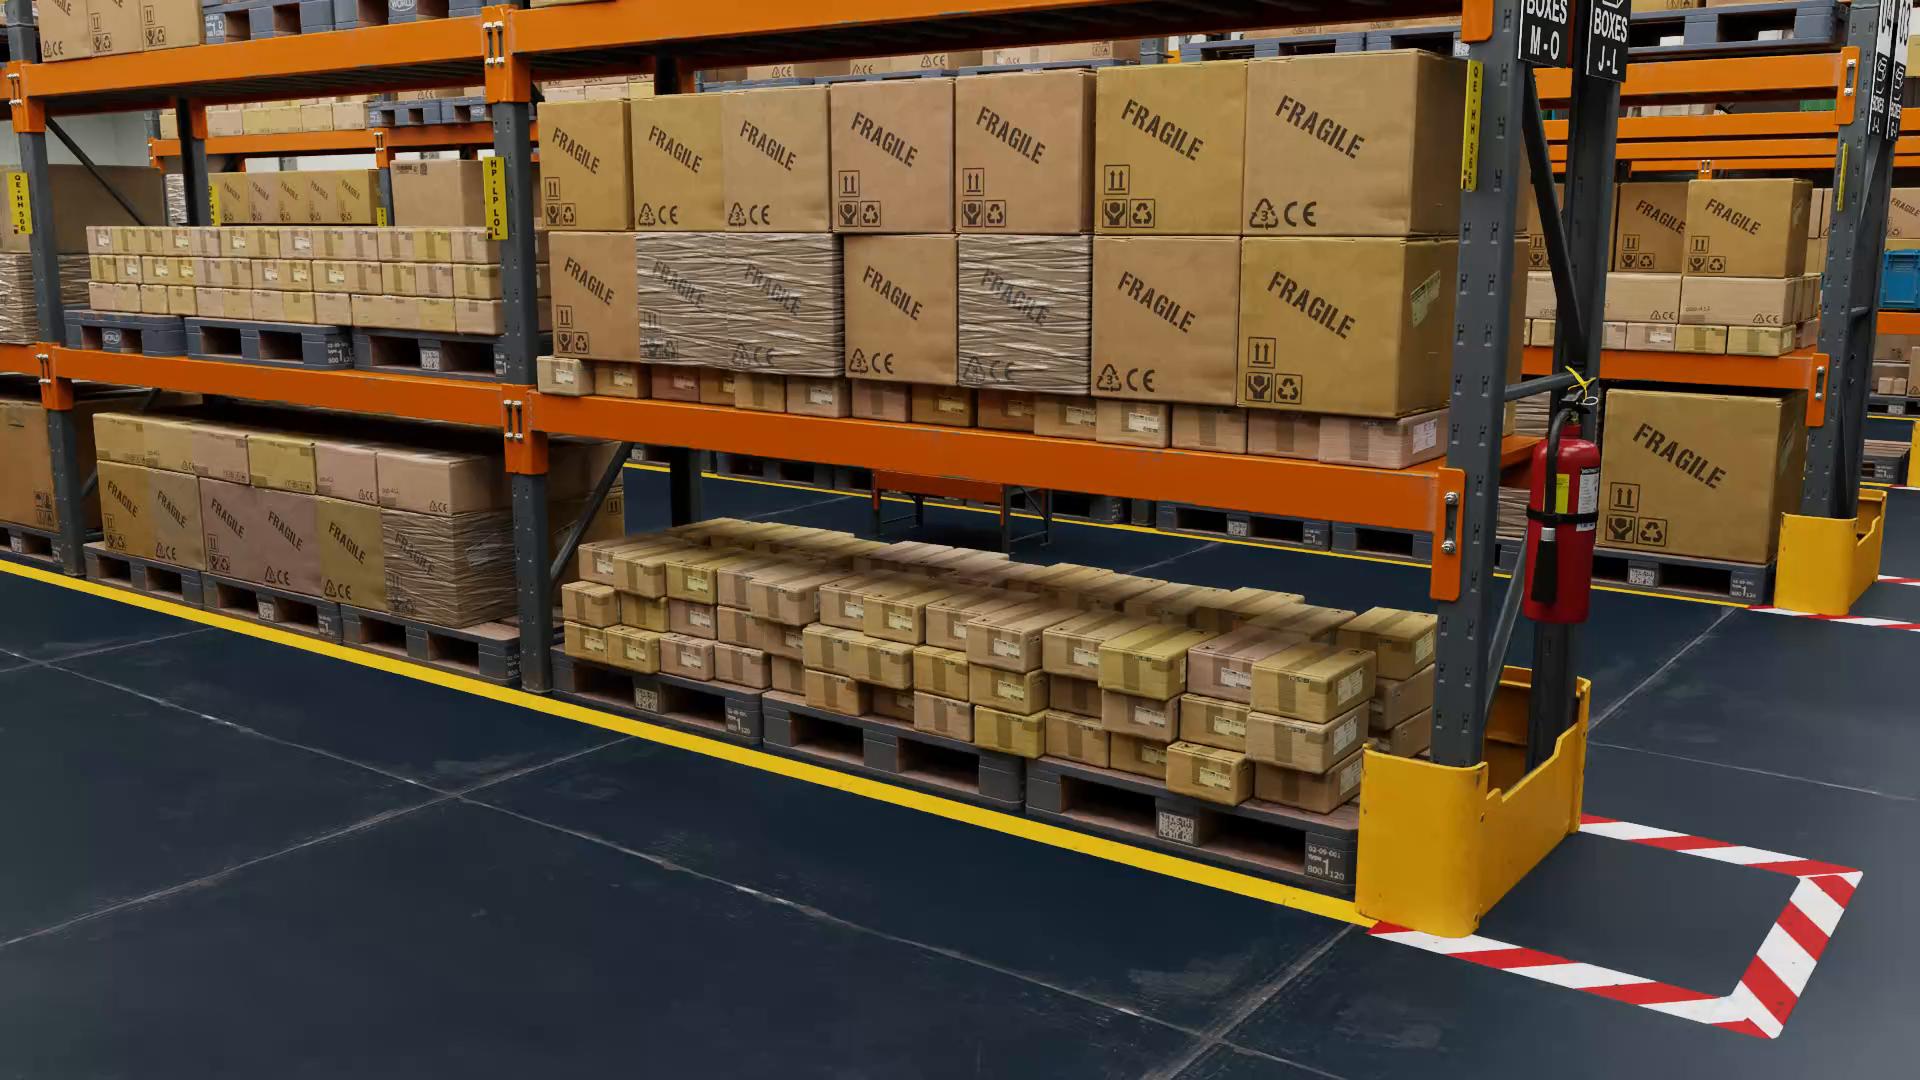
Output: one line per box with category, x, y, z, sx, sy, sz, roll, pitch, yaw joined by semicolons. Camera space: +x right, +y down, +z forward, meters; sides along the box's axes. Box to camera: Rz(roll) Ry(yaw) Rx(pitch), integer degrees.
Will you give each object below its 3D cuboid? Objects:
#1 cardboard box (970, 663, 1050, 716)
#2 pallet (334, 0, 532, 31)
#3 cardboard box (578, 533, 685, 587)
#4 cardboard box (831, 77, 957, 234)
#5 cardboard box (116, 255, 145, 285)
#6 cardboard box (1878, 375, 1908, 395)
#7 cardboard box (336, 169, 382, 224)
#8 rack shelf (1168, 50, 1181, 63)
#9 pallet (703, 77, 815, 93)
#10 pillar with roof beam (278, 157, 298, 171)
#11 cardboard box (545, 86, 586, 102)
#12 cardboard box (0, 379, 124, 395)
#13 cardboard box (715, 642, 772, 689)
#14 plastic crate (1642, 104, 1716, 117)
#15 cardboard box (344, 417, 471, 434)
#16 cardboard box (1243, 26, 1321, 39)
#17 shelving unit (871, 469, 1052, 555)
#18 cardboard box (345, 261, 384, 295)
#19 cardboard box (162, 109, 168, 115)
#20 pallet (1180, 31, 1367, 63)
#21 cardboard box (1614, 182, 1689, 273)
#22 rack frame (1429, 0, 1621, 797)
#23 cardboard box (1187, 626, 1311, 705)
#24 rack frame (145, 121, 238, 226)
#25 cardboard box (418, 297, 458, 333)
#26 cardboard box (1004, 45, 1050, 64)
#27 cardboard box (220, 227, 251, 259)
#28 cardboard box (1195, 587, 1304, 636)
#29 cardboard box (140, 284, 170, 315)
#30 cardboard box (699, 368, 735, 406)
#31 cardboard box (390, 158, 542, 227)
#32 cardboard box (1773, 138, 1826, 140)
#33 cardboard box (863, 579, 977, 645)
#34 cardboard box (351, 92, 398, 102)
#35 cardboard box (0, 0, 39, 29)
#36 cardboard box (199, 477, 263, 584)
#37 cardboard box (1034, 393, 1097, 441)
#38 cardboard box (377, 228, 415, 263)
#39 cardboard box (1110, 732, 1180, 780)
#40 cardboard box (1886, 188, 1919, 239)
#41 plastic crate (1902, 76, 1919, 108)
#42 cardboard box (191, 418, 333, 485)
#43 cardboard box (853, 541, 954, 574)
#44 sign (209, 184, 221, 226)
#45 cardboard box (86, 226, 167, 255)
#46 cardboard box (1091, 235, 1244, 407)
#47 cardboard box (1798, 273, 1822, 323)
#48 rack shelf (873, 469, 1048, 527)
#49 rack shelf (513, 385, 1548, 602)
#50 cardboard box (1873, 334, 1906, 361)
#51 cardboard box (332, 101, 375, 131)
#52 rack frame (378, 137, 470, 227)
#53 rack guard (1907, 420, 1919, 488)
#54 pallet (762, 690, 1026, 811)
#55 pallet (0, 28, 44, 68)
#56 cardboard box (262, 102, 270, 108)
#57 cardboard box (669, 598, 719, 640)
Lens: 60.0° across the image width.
cardboard box;0.243;0.477;5.786;0.250;0.149;0.380;8;14;36
pallet;-1.976;-2.357;7.411;1.003;0.211;1.213;8;13;36
cardboard box;-1.387;0.081;7.046;0.250;0.149;0.380;9;14;38
cardboard box;-0.095;-1.313;5.742;0.500;0.500;0.500;7;13;34
cardboard box;-4.275;-1.454;8.920;0.250;0.149;0.380;9;14;38
cardboard box;9.709;-1.613;17.269;0.250;0.166;0.380;8;13;36
cardboard box;-5.498;-3.232;15.662;0.500;0.500;0.500;8;13;36
rack shelf;2.506;-6.225;21.962;4.000;0.370;1.077;8;13;36
pallet;-1.198;-3.404;12.827;1.003;0.211;1.213;9;14;38
pillar with roof beam;-20.217;-10.301;40.083;0.548;9.000;9.100;8;13;36
cardboard box;-3.088;-3.614;13.809;0.500;0.250;0.500;8;14;37
cardboard box;-5.910;-0.622;10.664;0.750;0.750;1.050;8;14;36
cardboard box;-0.759;0.464;6.634;0.250;0.149;0.380;8;13;34
plastic crate;5.819;-3.485;13.441;0.530;0.136;0.437;8;13;36
cardboard box;-2.820;-0.479;8.608;0.500;0.250;0.500;9;14;38
cardboard box;2.142;-3.337;10.351;0.500;0.500;0.700;7;13;32
shelving unit;0.005;-0.552;10.419;1.048;1.125;0.538;8;13;36
cardboard box;-2.614;-1.222;7.720;0.250;0.149;0.380;7;13;34
cardboard box;-8.111;-4.516;17.424;0.250;0.149;0.380;8;13;35
pallet;2.129;-2.974;10.341;1.213;0.211;1.003;8;13;36
cardboard box;4.069;-1.781;9.475;0.500;0.500;0.500;8;13;34
rack frame;1.682;-0.441;4.911;0.127;3.000;1.000;8;13;36
cardboard box;0.937;0.403;5.384;0.250;0.149;0.380;8;14;37
rack frame;-8.197;-2.988;18.075;0.127;3.000;1.000;8;13;36
cardboard box;-2.189;-1.017;7.444;0.250;0.149;0.380;8;14;36
cardboard box;0.645;-3.411;11.494;0.500;0.311;0.500;7;13;34
cardboard box;-3.448;-1.486;8.303;0.250;0.149;0.380;8;14;37
cardboard box;1.040;0.289;5.971;0.250;0.149;0.380;8;13;35
cardboard box;-4.091;-1.281;8.812;0.250;0.149;0.380;9;14;38
cardboard box;-0.793;-0.614;6.468;0.250;0.149;0.380;7;13;33
cardboard box;-4.415;-2.928;15.081;1.000;1.000;1.000;8;14;36
cardboard box;8.795;-4.292;17.316;0.500;0.250;0.500;8;13;36
cardboard box;-0.142;0.261;6.117;0.250;0.149;0.380;8;14;36
cardboard box;-5.405;-4.125;15.402;0.250;0.149;0.380;8;14;37
cardboard box;-5.379;-2.987;9.422;0.250;0.166;0.380;8;13;36
cardboard box;-3.523;-0.088;8.560;0.500;0.500;0.500;8;13;34
cardboard box;0.448;-0.430;5.515;0.250;0.149;0.380;7;13;33
cardboard box;-2.405;-1.340;7.549;0.250;0.149;0.380;7;13;34
cardboard box;0.705;0.669;5.574;0.250;0.149;0.380;8;13;35
cardboard box;9.637;-3.310;16.844;0.500;0.500;0.500;8;14;37
plastic crate;7.486;-3.441;12.868;0.590;0.269;0.497;8;13;36
cardboard box;-3.553;-0.458;8.502;0.500;0.250;0.500;8;14;36
cardboard box;-0.231;0.118;6.856;0.250;0.149;0.380;7;13;33
sign;-4.452;-1.954;9.892;0.005;0.325;0.100;8;13;36
cardboard box;-4.504;-1.633;9.063;0.250;0.149;0.380;8;14;36
cardboard box;0.756;-0.706;5.234;0.500;0.500;0.500;8;13;35
cardboard box;4.472;-1.356;9.256;0.500;0.250;0.500;8;13;34
rack shelf;0.005;-0.311;10.465;1.000;0.278;0.538;8;13;36
rack shelf;1.517;-1.410;7.931;4.006;1.845;5.958;8;13;36
cardboard box;12.063;-2.619;21.644;0.500;0.500;0.700;7;13;34
cardboard box;-5.494;-3.948;15.538;0.500;0.250;0.500;9;14;38
rack frame;-4.972;-2.538;15.751;0.127;3.000;1.000;8;13;36
rack guard;7.658;-0.719;12.930;0.348;0.500;1.175;8;13;36
pallet;0.008;0.686;6.429;1.213;0.211;1.003;8;13;36
pallet;-5.316;-2.784;9.625;1.003;0.211;1.213;9;14;38
cardboard box;-6.636;-4.316;16.391;0.250;0.149;0.380;7;13;33
cardboard box;-0.964;0.283;6.785;0.250;0.149;0.380;8;13;35
